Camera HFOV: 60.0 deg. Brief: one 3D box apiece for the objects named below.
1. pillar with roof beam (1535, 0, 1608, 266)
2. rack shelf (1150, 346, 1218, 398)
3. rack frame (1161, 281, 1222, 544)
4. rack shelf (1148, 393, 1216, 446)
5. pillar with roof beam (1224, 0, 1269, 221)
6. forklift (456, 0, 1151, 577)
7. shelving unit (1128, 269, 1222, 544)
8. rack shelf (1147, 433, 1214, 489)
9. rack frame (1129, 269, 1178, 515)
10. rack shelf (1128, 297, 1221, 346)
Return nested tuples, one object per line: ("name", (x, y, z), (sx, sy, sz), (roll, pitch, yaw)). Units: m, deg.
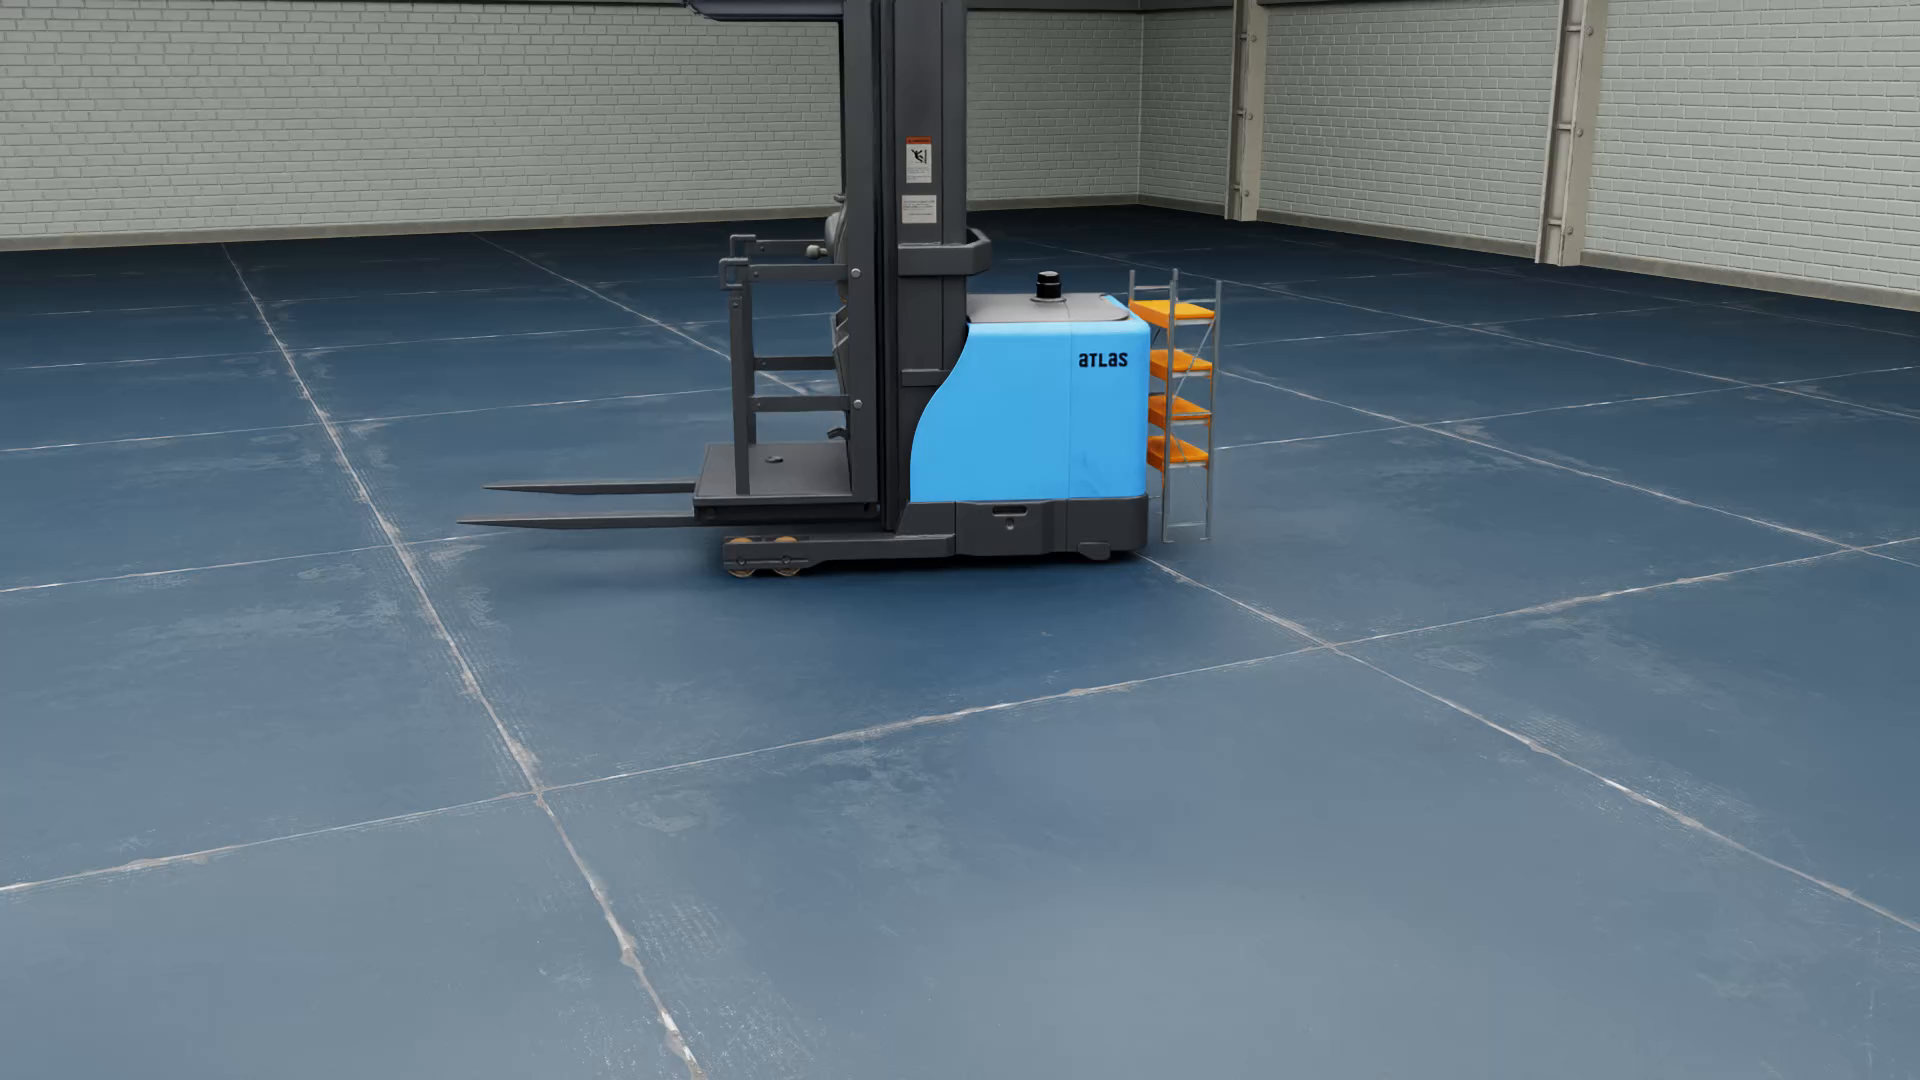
("pillar with roof beam", (2.748, -6.863, 15.351), (9.100, 9.000, 0.400), (-8, 18, -25))
("rack shelf", (0.983, -0.785, 7.743), (0.258, 0.148, 0.480), (-5, 17, -15))
("rack frame", (1.050, -0.570, 7.560), (0.240, 1.200, 0.015), (-5, 17, -15))
("rack shelf", (0.983, -0.570, 7.804), (0.258, 0.148, 0.480), (-5, 17, -15))
("pillar with roof beam", (0.120, -8.351, 20.536), (9.100, 9.000, 0.400), (-8, 18, -25))
("forklift", (-0.710, -1.403, 7.325), (3.031, 2.935, 1.130), (-1, 16, -5))
("shelving unit", (0.983, -0.634, 7.786), (0.258, 1.200, 0.503), (-5, 17, -15))
("rack shelf", (0.983, -0.379, 7.859), (0.258, 0.148, 0.480), (-5, 17, -15))
("rack frame", (0.916, -0.699, 8.011), (0.240, 1.200, 0.015), (-5, 17, -15))
("rack shelf", (0.983, -1.012, 7.677), (0.258, 0.148, 0.480), (-5, 17, -15))
